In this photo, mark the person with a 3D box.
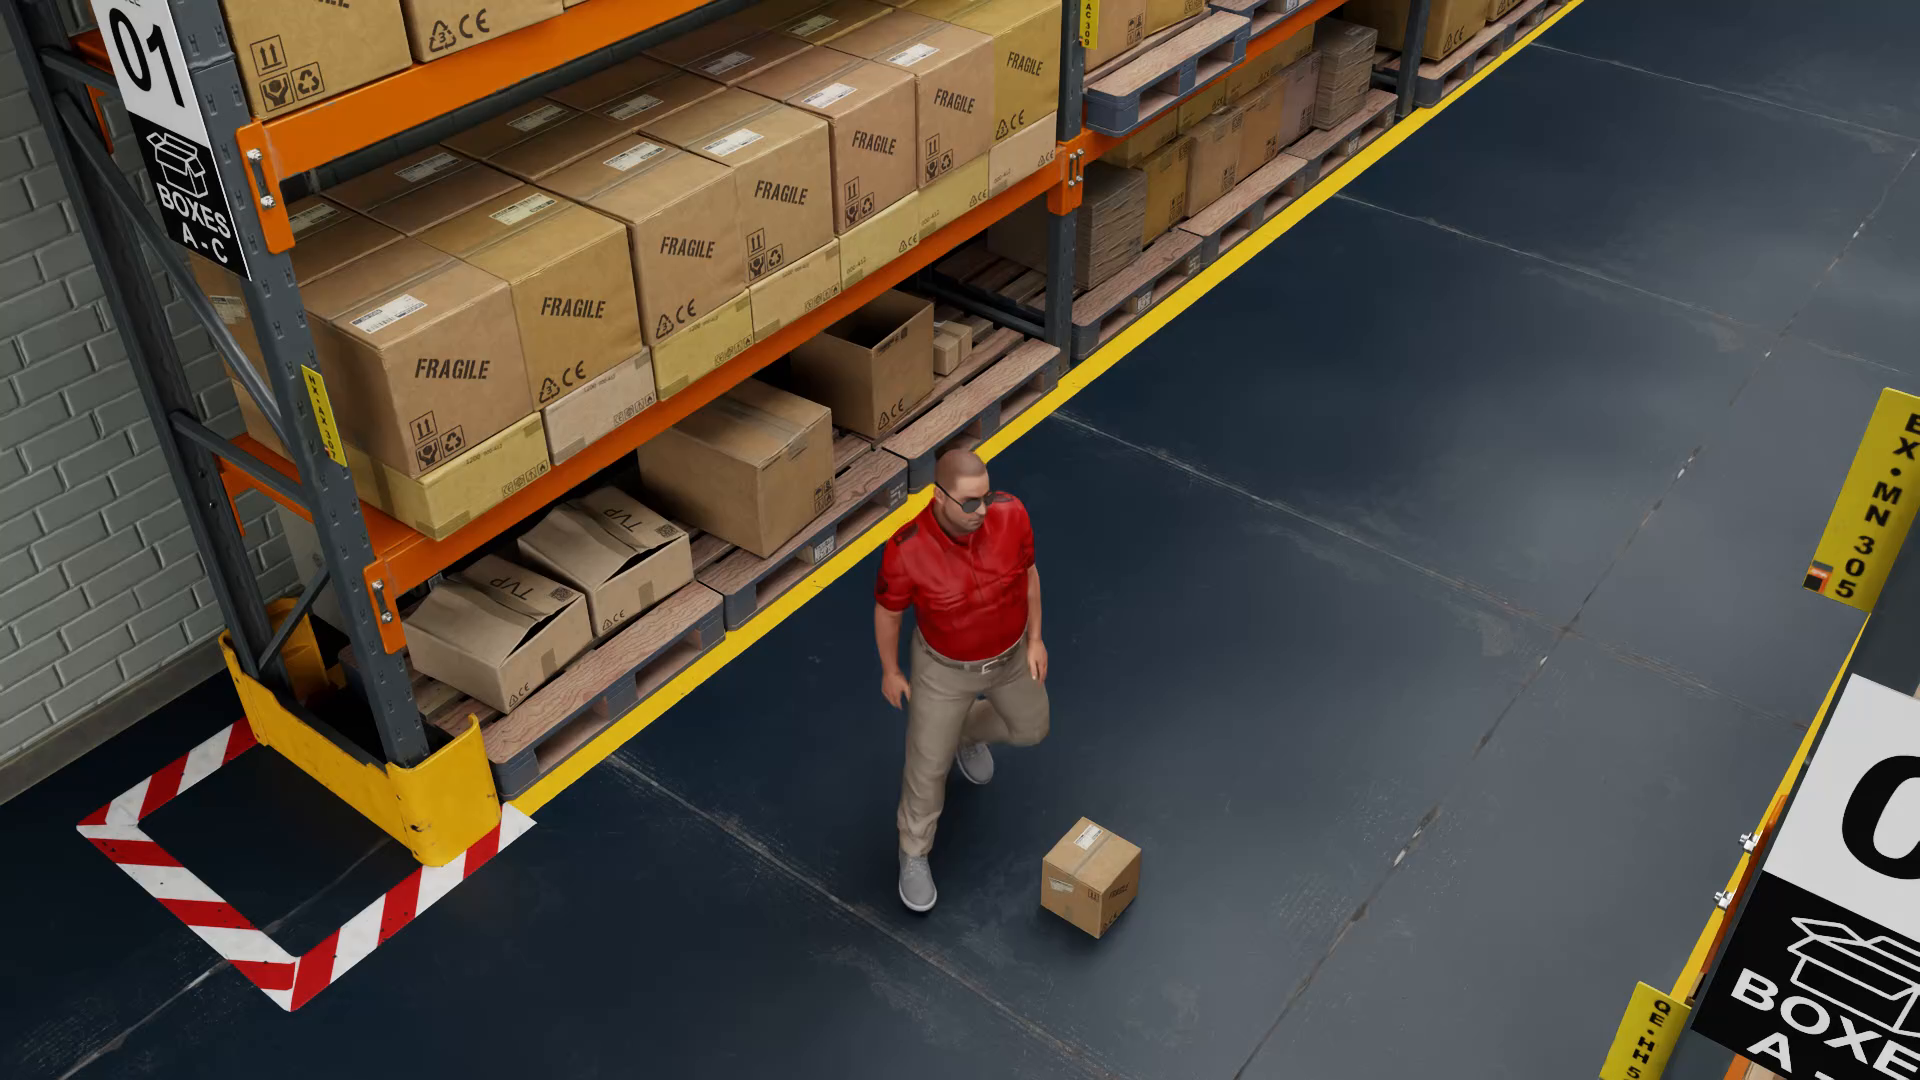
[{"bbox_3d":[-0.021,0.402,5.641,0.653,1.721,0.593,-19,42,-22],"label":"person"}]
